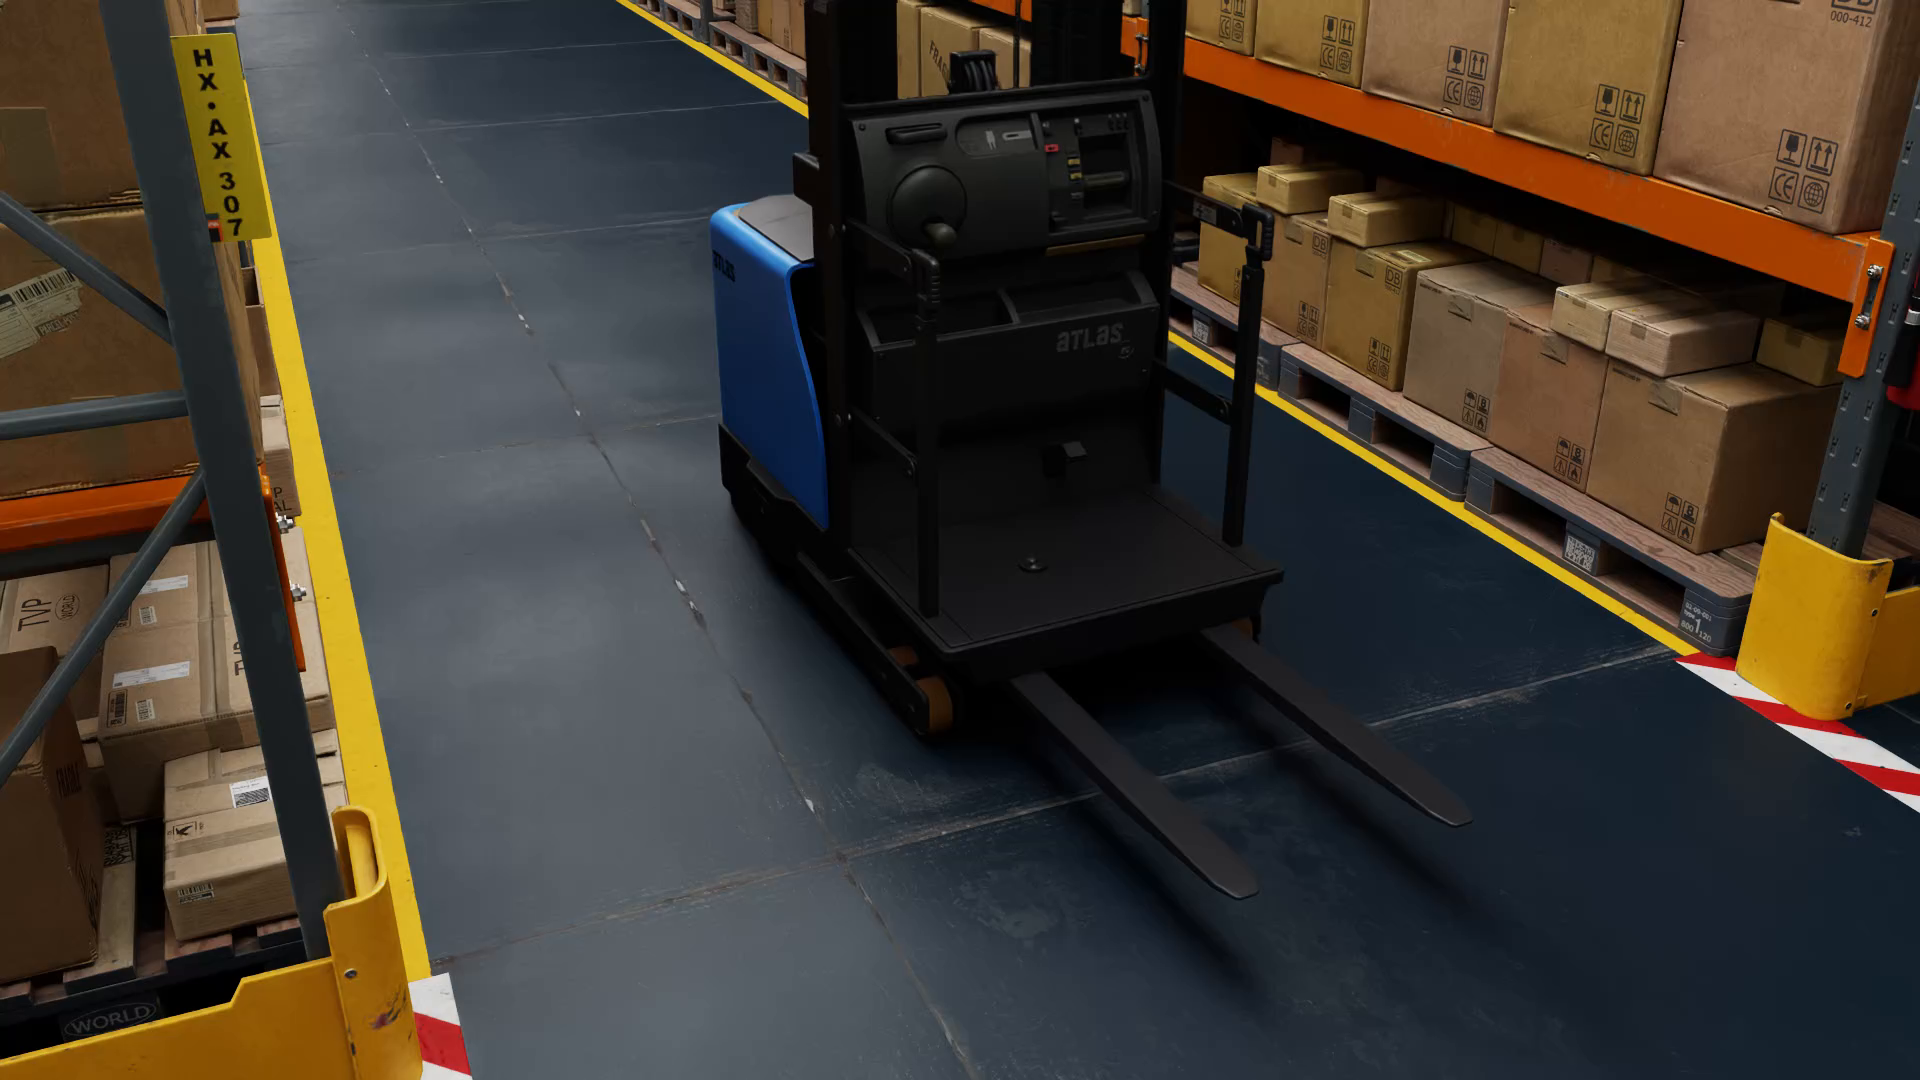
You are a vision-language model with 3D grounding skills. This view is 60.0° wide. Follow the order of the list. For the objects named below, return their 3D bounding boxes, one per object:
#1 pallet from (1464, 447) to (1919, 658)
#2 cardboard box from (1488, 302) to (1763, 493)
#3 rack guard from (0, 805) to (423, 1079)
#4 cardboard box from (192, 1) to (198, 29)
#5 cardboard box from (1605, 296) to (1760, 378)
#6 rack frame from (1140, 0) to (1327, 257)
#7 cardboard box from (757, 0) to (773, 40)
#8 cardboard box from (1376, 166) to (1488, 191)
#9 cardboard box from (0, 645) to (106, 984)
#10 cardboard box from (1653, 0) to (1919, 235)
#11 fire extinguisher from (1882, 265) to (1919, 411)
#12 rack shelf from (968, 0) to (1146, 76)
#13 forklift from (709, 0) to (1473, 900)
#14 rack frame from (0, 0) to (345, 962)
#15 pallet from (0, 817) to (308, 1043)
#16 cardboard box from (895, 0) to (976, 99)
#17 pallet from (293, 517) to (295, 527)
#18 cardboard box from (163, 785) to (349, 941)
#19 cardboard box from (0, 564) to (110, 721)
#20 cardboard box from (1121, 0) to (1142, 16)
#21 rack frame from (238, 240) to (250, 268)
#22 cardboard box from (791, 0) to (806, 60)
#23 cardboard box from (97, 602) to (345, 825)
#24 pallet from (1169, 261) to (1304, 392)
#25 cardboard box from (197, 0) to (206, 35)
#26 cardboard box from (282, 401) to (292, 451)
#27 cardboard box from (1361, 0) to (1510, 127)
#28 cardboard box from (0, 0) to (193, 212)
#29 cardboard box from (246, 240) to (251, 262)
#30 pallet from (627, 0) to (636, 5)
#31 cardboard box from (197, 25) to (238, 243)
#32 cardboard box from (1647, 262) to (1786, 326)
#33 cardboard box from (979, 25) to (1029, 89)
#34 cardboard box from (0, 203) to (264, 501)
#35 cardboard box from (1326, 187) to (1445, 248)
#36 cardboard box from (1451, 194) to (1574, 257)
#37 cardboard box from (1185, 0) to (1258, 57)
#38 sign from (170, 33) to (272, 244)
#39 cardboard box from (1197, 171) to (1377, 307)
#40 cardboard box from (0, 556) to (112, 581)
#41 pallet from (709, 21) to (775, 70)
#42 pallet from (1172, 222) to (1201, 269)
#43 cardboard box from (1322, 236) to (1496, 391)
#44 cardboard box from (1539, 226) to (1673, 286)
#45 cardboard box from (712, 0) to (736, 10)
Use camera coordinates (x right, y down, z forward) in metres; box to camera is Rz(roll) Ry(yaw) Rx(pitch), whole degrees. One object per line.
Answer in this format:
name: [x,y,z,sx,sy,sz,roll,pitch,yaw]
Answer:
pallet: [2.495,-0.062,5.637,1.003,0.211,1.213,-11,28,-21]
cardboard box: [2.318,-0.539,5.805,0.700,0.500,0.500,-11,28,-21]
rack guard: [-1.706,0.939,3.257,1.175,0.500,0.348,-11,28,-21]
cardboard box: [-2.210,-1.490,4.128,0.500,0.500,0.500,-11,28,-21]
cardboard box: [2.296,-0.649,5.291,0.380,0.149,0.250,-11,28,-21]
rack frame: [1.314,-2.621,7.699,1.000,3.000,0.127,-11,28,-21]
cardboard box: [-1.267,-4.431,13.753,0.700,0.500,0.500,-11,28,-22]
cardboard box: [1.950,-1.432,6.896,0.380,0.149,0.250,-12,28,-22]
cardboard box: [-2.116,0.595,3.460,0.500,0.500,0.500,-11,28,-21]
cardboard box: [2.672,-1.345,4.744,0.980,0.700,0.700,-9,28,-18]
fire extinguisher: [2.515,-0.664,4.203,0.296,0.674,0.183,-11,28,-21]
rack shelf: [0.531,-3.105,9.511,1.077,0.370,4.000,-11,28,-21]
forklift: [0.241,-0.992,4.442,1.130,2.935,3.031,-12,29,-23]
rack frame: [-1.676,-0.153,2.645,1.000,3.000,0.127,-11,28,-21]
pallet: [-2.019,0.747,3.979,1.003,0.211,1.213,-11,28,-21]
cardboard box: [-0.085,-3.139,10.732,0.750,0.750,0.750,-11,28,-21]
pallet: [-2.974,-0.238,5.996,1.003,0.211,1.213,-11,28,-21]
cardboard box: [-1.524,0.702,3.641,0.380,0.149,0.250,-11,28,-21]
cardboard box: [-2.460,0.319,4.311,0.500,0.250,0.500,-11,28,-21]
cardboard box: [0.921,-2.605,7.930,0.380,0.149,0.250,-10,28,-20]
rack frame: [-3.243,-1.768,5.953,1.000,3.000,0.127,-11,28,-21]
cardboard box: [-0.898,-4.015,12.903,0.700,0.500,0.500,-11,28,-21]
cardboard box: [-1.824,0.414,4.115,0.500,0.250,0.500,-11,28,-21]
pallet: [1.540,-1.047,7.655,1.003,0.211,1.213,-11,28,-21]
cardboard box: [-2.608,-1.448,5.182,0.500,0.500,0.500,-10,28,-19]
cardboard box: [-2.556,-0.362,5.821,0.380,0.149,0.250,-11,28,-21]
cardboard box: [2.086,-1.946,5.975,0.980,0.700,0.700,-12,28,-23]
cardboard box: [-1.607,-0.872,2.864,0.500,0.500,0.500,-10,28,-19]
cardboard box: [-3.616,-1.496,7.743,0.500,0.500,0.500,-10,28,-20]
pallet: [-3.070,-5.847,17.486,1.003,0.211,1.213,-11,28,-21]
cardboard box: [-2.202,-1.035,4.338,0.500,0.500,0.500,-10,28,-20]
cardboard box: [2.548,-0.817,5.635,0.380,0.149,0.250,-10,28,-20]
cardboard box: [0.589,-2.442,9.304,0.750,0.750,0.750,-10,28,-19]
cardboard box: [-1.607,-0.423,3.083,0.500,0.500,0.500,-10,28,-20]
cardboard box: [1.683,-1.278,6.580,0.380,0.149,0.250,-11,28,-22]
cardboard box: [2.151,-1.226,6.473,0.380,0.149,0.250,-11,28,-22]
cardboard box: [1.511,-2.534,7.179,0.980,0.700,0.700,-10,28,-20]
sign: [-1.177,-0.636,2.646,0.100,0.325,0.005,-11,28,-21]
cardboard box: [1.513,-1.367,7.501,0.700,0.500,0.500,-10,28,-20]
cardboard box: [-2.502,-0.087,4.852,0.797,0.503,0.637,-11,28,-21]
pallet: [-1.513,-4.283,14.282,1.003,0.211,1.213,-11,28,-21]
pallet: [0.943,-1.666,8.922,1.003,0.211,1.213,-11,28,-21]
cardboard box: [1.905,-0.956,6.659,0.700,0.500,0.500,-10,28,-19]
cardboard box: [2.350,-1.020,6.052,0.380,0.149,0.250,-10,28,-20]
cardboard box: [-2.056,-4.986,15.271,0.380,0.166,0.250,-15,30,-27]
